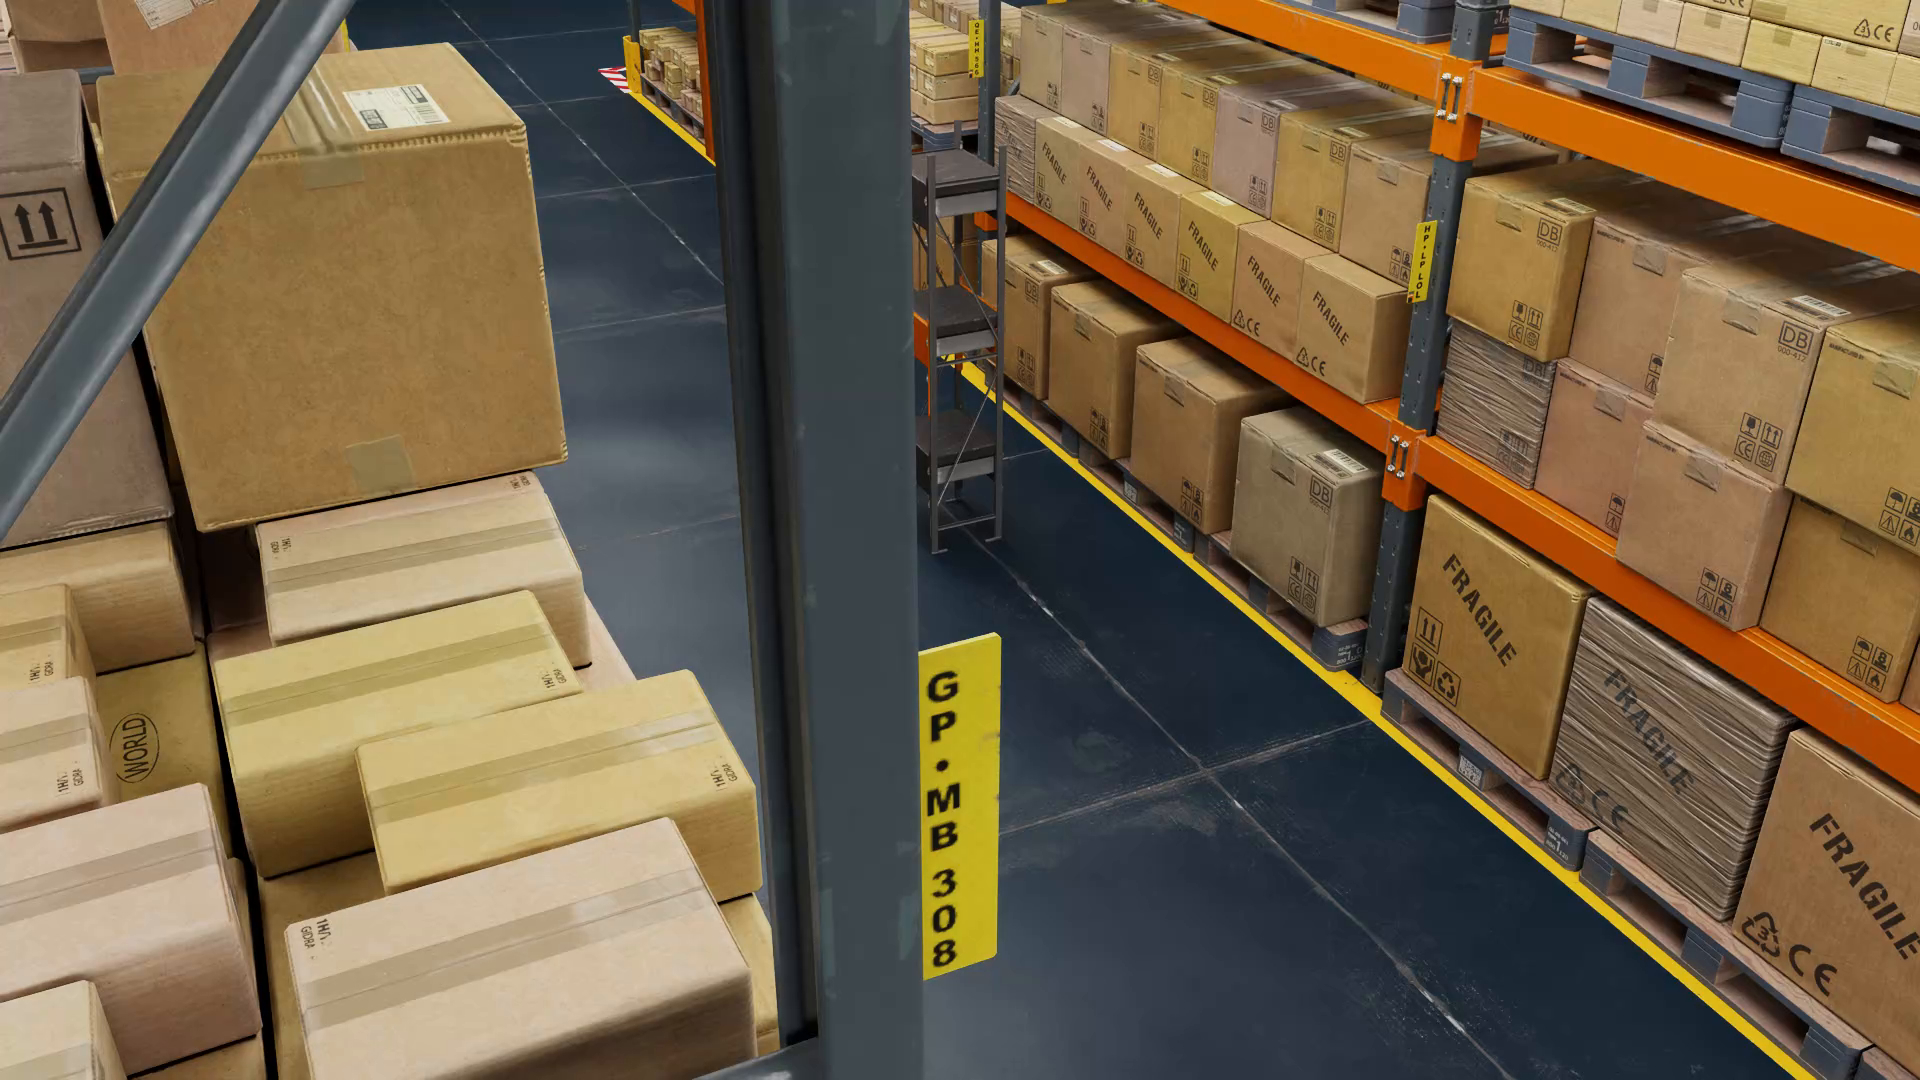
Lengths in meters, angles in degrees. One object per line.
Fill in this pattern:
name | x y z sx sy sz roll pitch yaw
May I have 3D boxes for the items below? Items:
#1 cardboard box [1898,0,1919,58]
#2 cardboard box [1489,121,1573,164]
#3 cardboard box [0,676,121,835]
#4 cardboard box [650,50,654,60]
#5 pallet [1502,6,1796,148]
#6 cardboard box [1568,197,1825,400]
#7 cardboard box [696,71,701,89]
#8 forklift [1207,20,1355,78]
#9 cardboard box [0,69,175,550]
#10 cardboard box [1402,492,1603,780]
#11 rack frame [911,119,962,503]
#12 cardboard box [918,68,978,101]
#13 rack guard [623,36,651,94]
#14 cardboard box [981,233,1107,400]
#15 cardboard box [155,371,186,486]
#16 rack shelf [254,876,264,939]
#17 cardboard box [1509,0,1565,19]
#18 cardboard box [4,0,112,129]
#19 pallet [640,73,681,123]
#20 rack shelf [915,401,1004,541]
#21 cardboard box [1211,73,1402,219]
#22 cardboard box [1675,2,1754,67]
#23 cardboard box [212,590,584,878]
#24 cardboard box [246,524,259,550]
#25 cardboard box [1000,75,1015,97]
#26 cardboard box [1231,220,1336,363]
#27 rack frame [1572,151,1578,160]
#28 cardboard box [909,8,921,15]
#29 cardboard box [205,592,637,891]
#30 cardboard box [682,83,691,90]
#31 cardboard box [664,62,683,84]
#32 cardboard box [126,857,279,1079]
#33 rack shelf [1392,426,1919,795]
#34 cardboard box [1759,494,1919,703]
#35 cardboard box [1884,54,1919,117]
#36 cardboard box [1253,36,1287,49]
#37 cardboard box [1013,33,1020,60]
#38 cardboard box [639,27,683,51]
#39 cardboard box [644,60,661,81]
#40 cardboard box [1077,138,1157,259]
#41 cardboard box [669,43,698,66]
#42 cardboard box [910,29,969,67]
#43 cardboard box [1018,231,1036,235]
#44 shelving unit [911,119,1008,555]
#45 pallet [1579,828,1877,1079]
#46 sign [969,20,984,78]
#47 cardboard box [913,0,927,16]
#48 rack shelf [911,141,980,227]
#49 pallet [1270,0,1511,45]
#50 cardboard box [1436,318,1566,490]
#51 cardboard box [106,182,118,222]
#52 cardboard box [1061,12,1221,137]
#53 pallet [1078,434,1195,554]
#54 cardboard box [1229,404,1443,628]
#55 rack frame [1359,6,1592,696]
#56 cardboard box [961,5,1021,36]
cardboard box | 2.911 -1.393 4.418 0.500 0.250 0.500 -13 32 -22
cardboard box | 4.790 -3.167 13.074 0.875 0.875 0.875 -13 32 -22
cardboard box | -1.128 0.315 1.800 0.380 0.149 0.250 -15 32 -24
cardboard box | -2.858 -4.822 16.464 0.380 0.149 0.250 -12 31 -20
pallet | 2.643 -1.643 5.637 1.003 0.211 1.213 -13 32 -22
cardboard box | 2.769 -0.885 6.004 0.875 0.550 0.550 -13 32 -22
cardboard box | -2.148 -4.133 14.932 0.380 0.149 0.250 -14 32 -24
forklift | 2.414 -3.121 11.320 1.130 2.935 3.031 -15 33 -25
cardboard box | -1.399 -0.305 2.242 0.500 0.500 0.500 -13 32 -22
cardboard box | 2.508 0.299 6.893 0.875 0.875 0.875 -13 32 -21
rack frame | -0.176 -1.097 8.559 0.400 2.100 0.015 -13 32 -22
cardboard box | -0.040 -2.830 10.253 0.380 0.149 0.250 -12 32 -21
rack guard | -2.818 -4.914 17.002 1.175 0.500 0.348 -13 32 -22
cardboard box | 0.764 -1.418 10.083 1.050 0.750 0.750 -14 32 -23
cardboard box | -1.591 -0.045 2.850 0.500 0.250 0.500 -14 32 -23
rack shelf | -1.363 0.149 3.087 1.077 0.370 4.000 -13 32 -22
cardboard box | 2.150 -1.931 5.784 0.380 0.149 0.250 -14 32 -23
cardboard box | -2.334 -1.505 4.766 0.797 0.503 0.637 -15 32 -24
pallet | -2.501 -4.422 16.420 1.003 0.211 1.213 -13 32 -22
rack shelf | -0.071 -0.367 8.716 0.431 0.518 0.480 -13 32 -22
cardboard box | 1.643 -1.885 7.920 0.700 0.500 0.500 -13 32 -22
cardboard box | 2.476 -1.595 5.187 0.380 0.149 0.250 -14 32 -23
cardboard box | -0.658 0.219 1.971 0.380 0.149 0.250 -14 32 -23
cardboard box | -0.942 -0.142 2.615 0.380 0.149 0.250 -15 32 -24
cardboard box | 0.459 -2.936 10.747 0.380 0.149 0.250 -11 31 -20
cardboard box | 1.619 -1.178 7.682 0.500 0.500 0.500 -13 32 -23
rack frame | 5.011 -3.588 12.082 1.000 3.000 0.127 -13 32 -22
cardboard box | -0.475 -3.409 10.983 0.380 0.149 0.250 -13 32 -22
cardboard box | -0.705 0.290 2.252 0.500 0.250 0.500 -14 32 -23
cardboard box | -2.409 -4.244 15.737 0.380 0.149 0.250 -13 32 -22
cardboard box | -2.594 -4.464 15.825 0.380 0.149 0.250 -12 31 -20
cardboard box | -0.941 0.624 1.657 0.500 0.250 0.500 -12 32 -21
rack shelf | 3.160 0.460 5.598 1.077 0.370 4.000 -13 32 -22
cardboard box | 3.170 0.072 5.401 0.875 0.550 0.500 -13 32 -22
cardboard box | 2.803 -1.259 4.586 0.380 0.149 0.250 -13 32 -21
cardboard box | 3.121 -4.721 16.292 0.875 0.438 0.875 -14 32 -23
cardboard box | 0.558 -3.084 10.402 0.380 0.149 0.250 -13 32 -22
cardboard box | -2.933 -4.934 16.360 0.380 0.149 0.250 -15 32 -24
cardboard box | -2.915 -4.679 16.513 0.380 0.149 0.250 -12 32 -21
cardboard box | 0.970 -1.846 8.873 0.500 0.500 0.500 -13 32 -22
cardboard box | -2.532 -4.607 15.777 0.380 0.149 0.250 -15 32 -24
cardboard box | -0.146 -3.069 10.375 0.380 0.149 0.250 -13 32 -23
cardboard box | 0.510 -1.963 11.310 0.500 0.500 0.500 -15 32 -24
shelving unit | -0.071 -0.989 8.367 0.431 2.100 0.503 -13 32 -22
pallet | 3.084 1.371 6.089 1.003 0.211 1.213 -13 32 -22
sign | 0.098 -2.856 9.674 0.100 0.325 0.005 -13 32 -22
cardboard box | -0.109 -3.773 11.631 0.380 0.149 0.250 -14 32 -23
rack shelf | -0.275 -3.074 11.900 1.077 0.370 4.000 -13 32 -22
pallet | 1.863 -2.357 7.015 0.805 0.209 1.217 -14 32 -24
cardboard box | 2.470 -0.642 6.675 0.875 0.550 0.550 -13 32 -22
cardboard box | -1.943 -0.622 3.471 0.380 0.149 0.250 -12 31 -21
cardboard box | 0.986 -2.560 9.125 0.700 0.500 0.500 -14 32 -23
pallet | 1.374 -0.386 9.222 1.003 0.211 1.213 -13 32 -22
cardboard box | 1.953 -0.194 7.901 1.050 0.750 0.750 -13 32 -22
rack frame | 2.301 -0.737 6.998 1.000 3.000 0.127 -13 32 -22
cardboard box | 0.228 -3.427 11.013 0.380 0.149 0.250 -14 32 -24
